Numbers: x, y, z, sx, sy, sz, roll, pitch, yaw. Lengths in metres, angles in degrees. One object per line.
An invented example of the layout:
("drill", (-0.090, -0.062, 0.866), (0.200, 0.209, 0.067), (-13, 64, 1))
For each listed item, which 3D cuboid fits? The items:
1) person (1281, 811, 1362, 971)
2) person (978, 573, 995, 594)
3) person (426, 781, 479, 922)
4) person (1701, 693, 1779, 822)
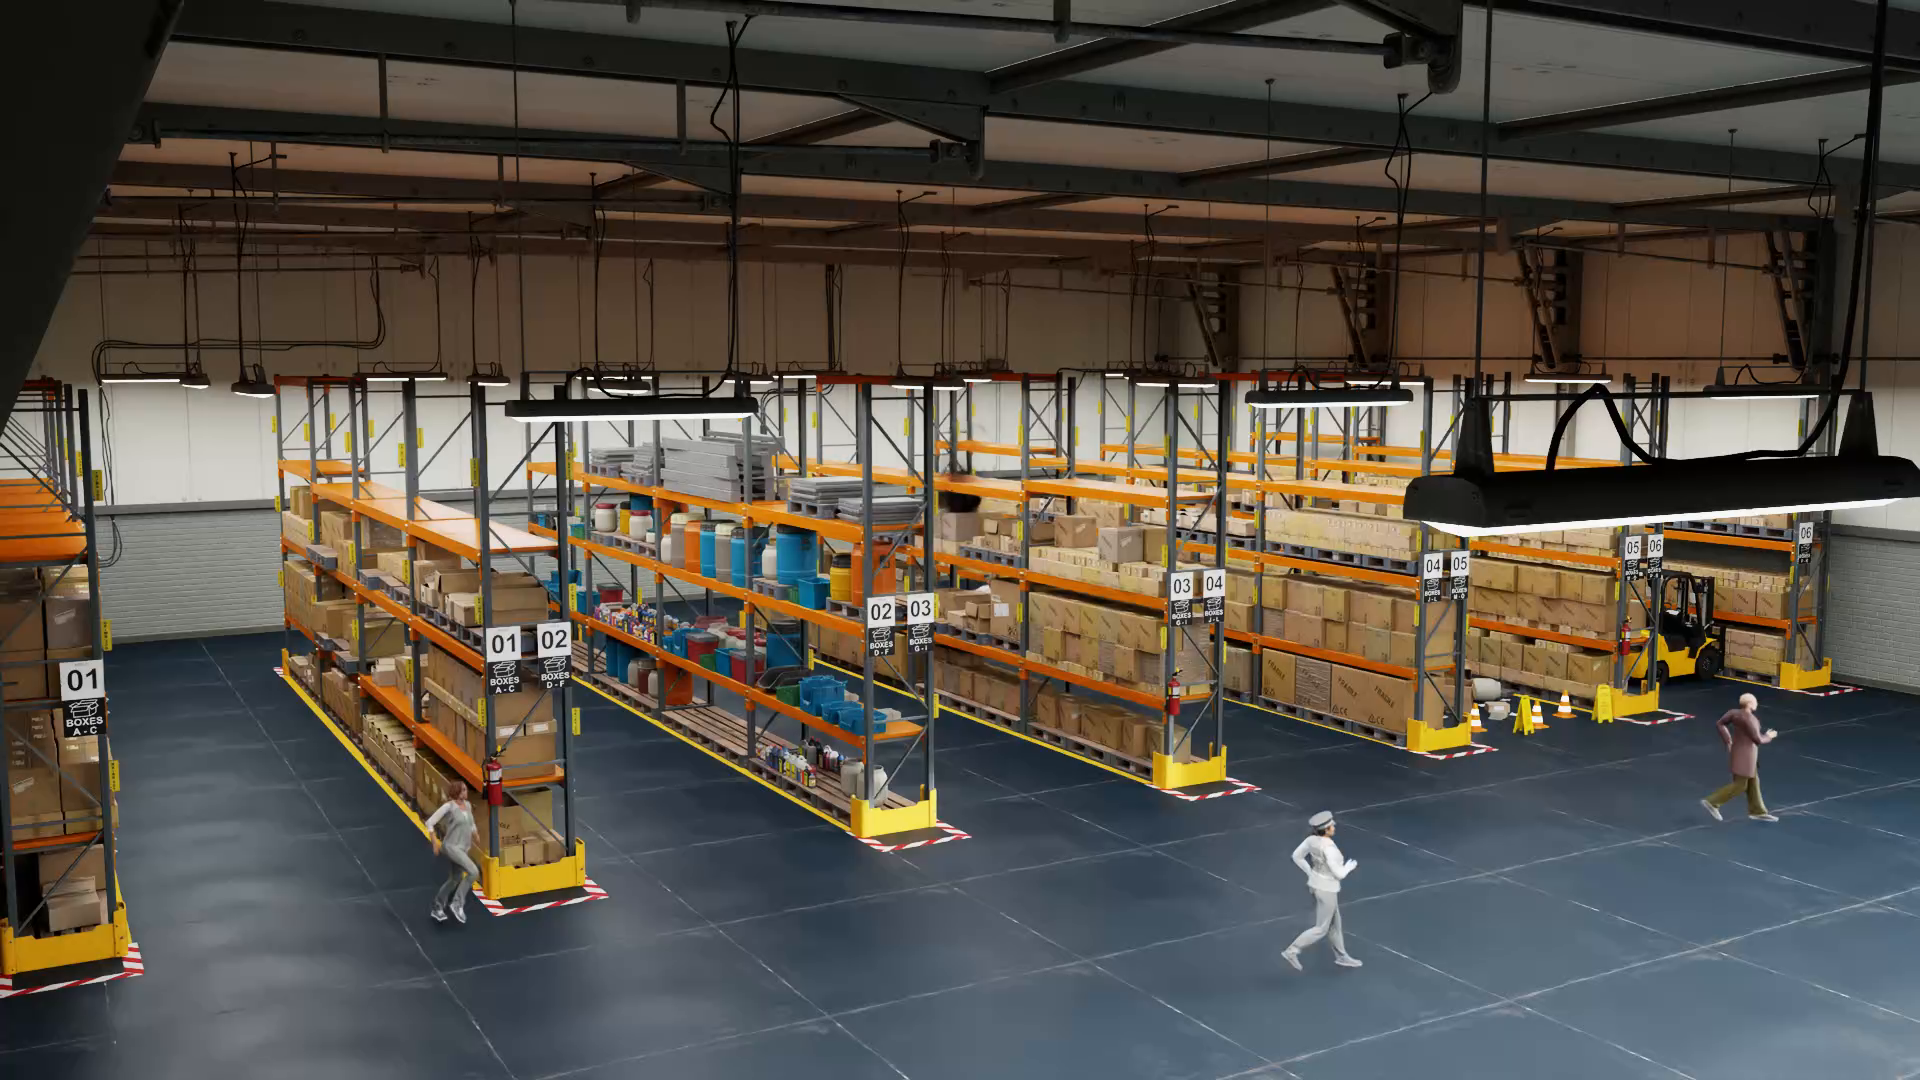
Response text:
("person", (3.726, 3.605, 17.073), (0.939, 1.679, 0.611), (-1, 6, -12))
("person", (0.638, 1.568, 35.895), (0.578, 1.749, 0.740), (-4, 7, -30))
("person", (-5.655, 3.493, 18.761), (0.618, 1.537, 0.531), (2, 7, 18))
("person", (10.598, 2.951, 22.544), (1.059, 1.764, 0.703), (0, 6, 4))
